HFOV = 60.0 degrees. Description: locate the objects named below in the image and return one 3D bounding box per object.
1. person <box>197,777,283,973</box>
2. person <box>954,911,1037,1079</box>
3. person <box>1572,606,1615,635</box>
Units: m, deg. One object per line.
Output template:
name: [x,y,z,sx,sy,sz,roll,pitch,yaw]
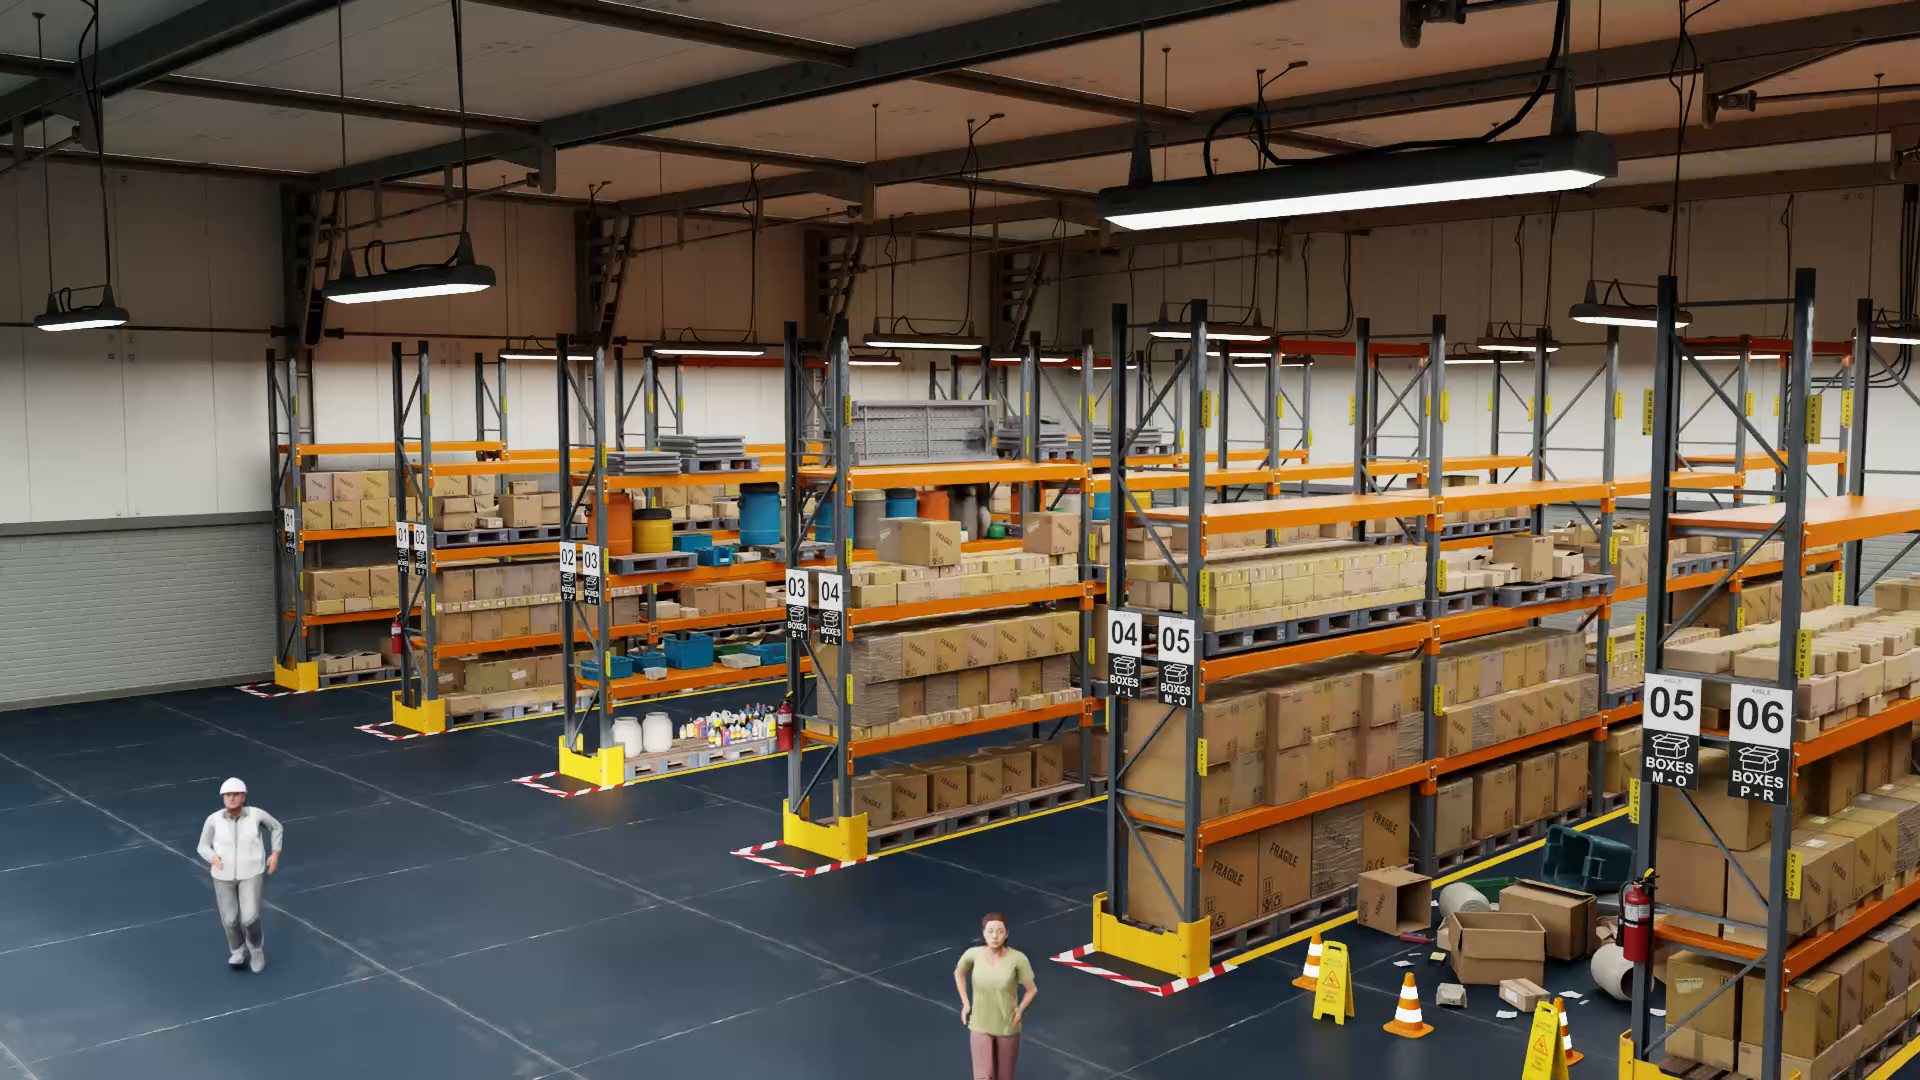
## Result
person: [-6.432,3.013,14.855,0.685,1.793,0.692,-1,5,-16]
person: [0.240,3.361,11.421,0.579,1.668,0.875,0,5,4]
person: [10.779,1.865,28.294,0.726,1.711,0.559,3,6,32]
